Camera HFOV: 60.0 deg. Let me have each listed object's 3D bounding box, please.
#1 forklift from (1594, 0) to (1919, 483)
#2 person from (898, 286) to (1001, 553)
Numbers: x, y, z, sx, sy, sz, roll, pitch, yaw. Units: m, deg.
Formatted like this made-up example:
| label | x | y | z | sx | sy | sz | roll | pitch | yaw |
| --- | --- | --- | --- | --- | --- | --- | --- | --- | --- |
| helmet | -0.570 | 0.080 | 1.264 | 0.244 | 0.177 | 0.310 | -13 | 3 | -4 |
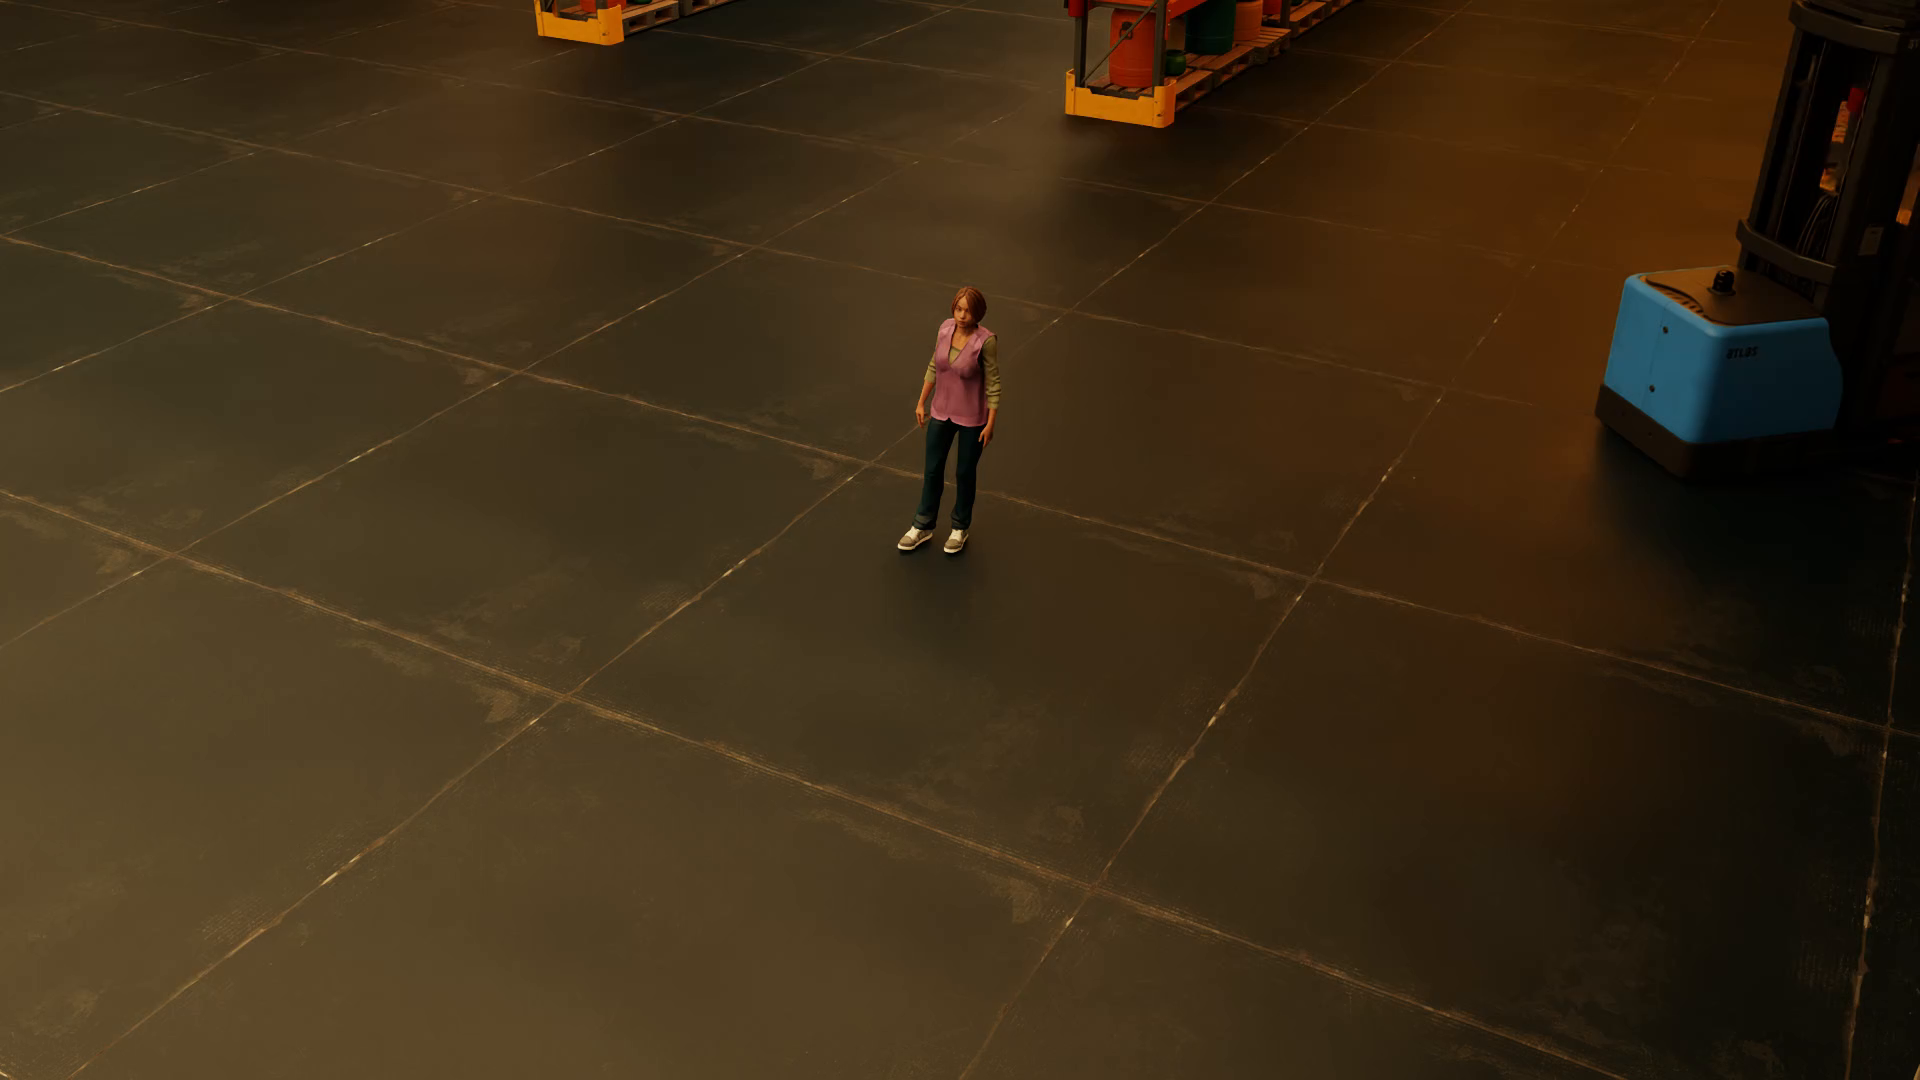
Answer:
| label | x | y | z | sx | sy | sz | roll | pitch | yaw |
| --- | --- | --- | --- | --- | --- | --- | --- | --- | --- |
| forklift | 5.900 | -2.018 | 10.567 | 3.031 | 2.935 | 1.130 | -7 | 31 | -12 |
| person | -0.049 | -0.669 | 9.549 | 0.520 | 1.599 | 0.473 | 15 | 33 | 25 |
